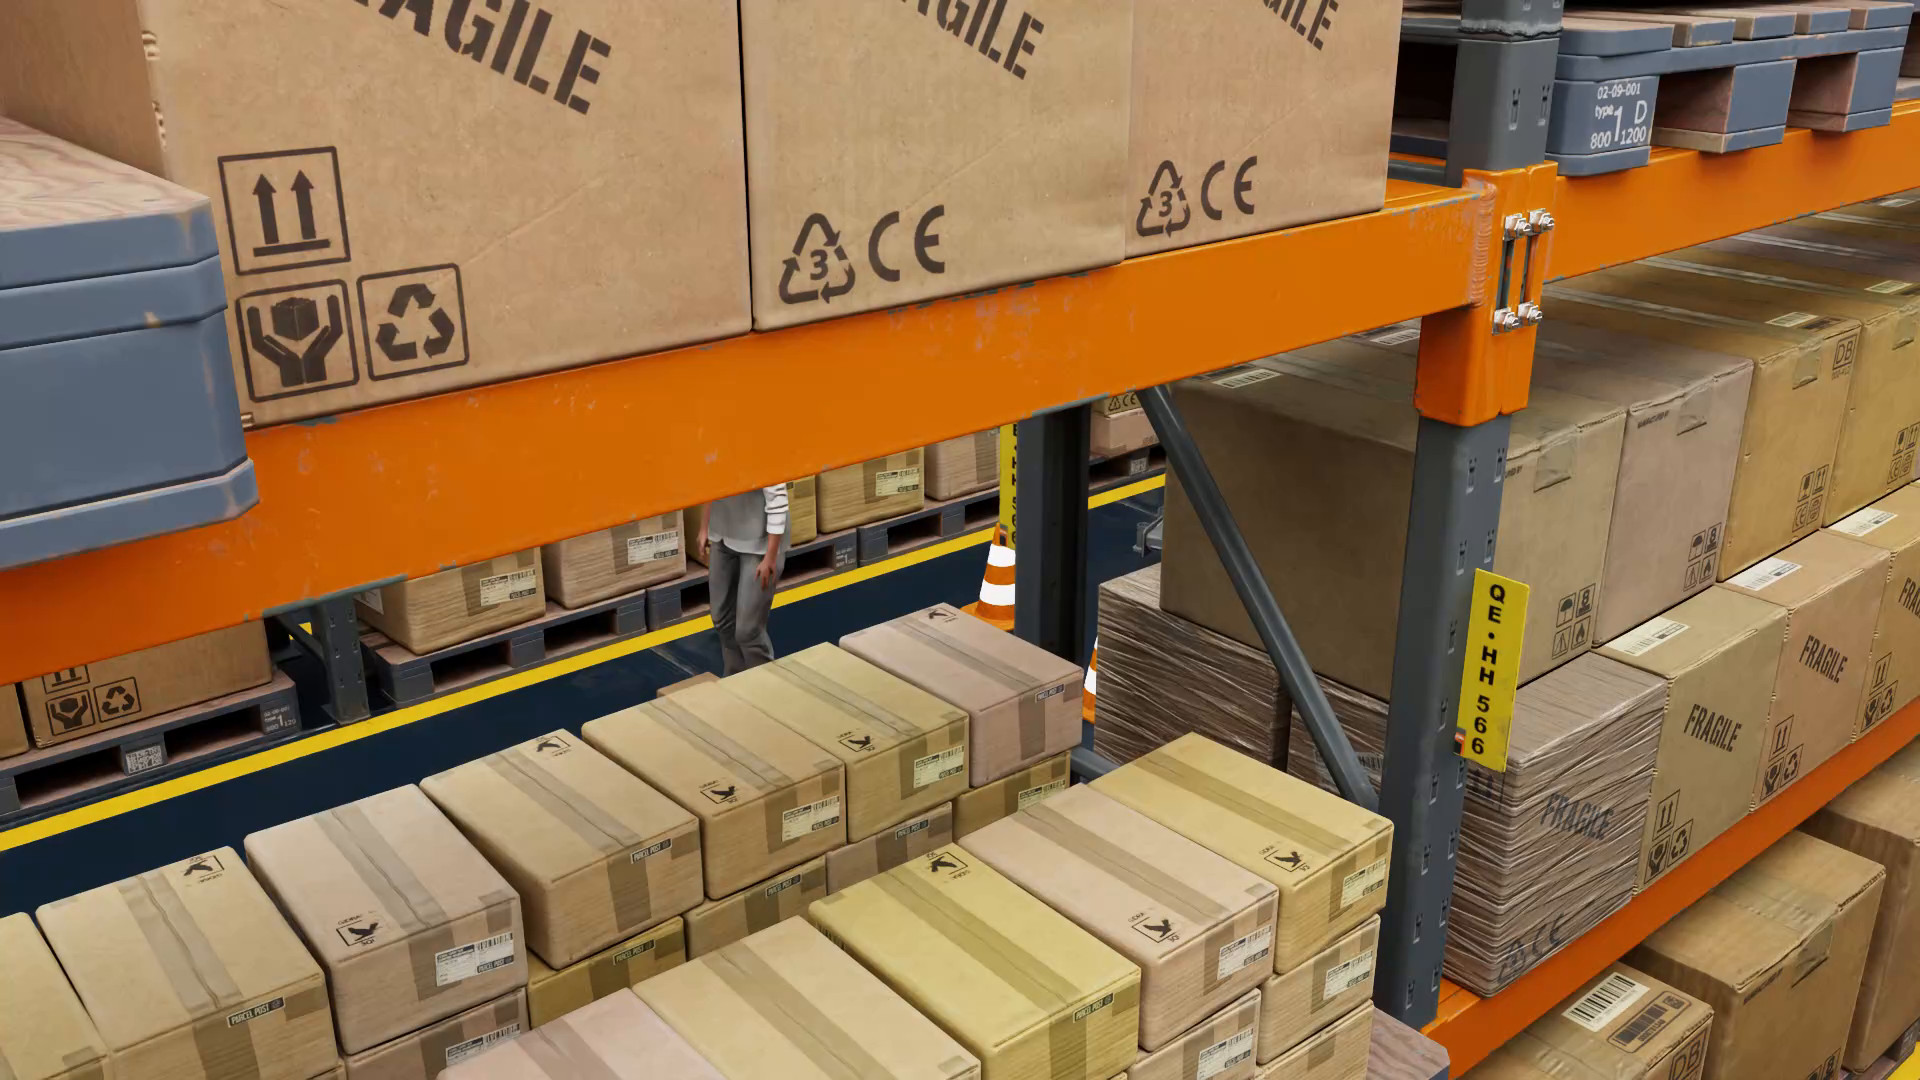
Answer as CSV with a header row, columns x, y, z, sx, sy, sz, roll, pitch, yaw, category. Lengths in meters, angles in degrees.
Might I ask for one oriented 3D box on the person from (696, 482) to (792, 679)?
x,y,z,sx,sy,sz,roll,pitch,yaw,category
-0.860,0.032,6.514,0.369,1.594,0.484,-19,28,-40,person
